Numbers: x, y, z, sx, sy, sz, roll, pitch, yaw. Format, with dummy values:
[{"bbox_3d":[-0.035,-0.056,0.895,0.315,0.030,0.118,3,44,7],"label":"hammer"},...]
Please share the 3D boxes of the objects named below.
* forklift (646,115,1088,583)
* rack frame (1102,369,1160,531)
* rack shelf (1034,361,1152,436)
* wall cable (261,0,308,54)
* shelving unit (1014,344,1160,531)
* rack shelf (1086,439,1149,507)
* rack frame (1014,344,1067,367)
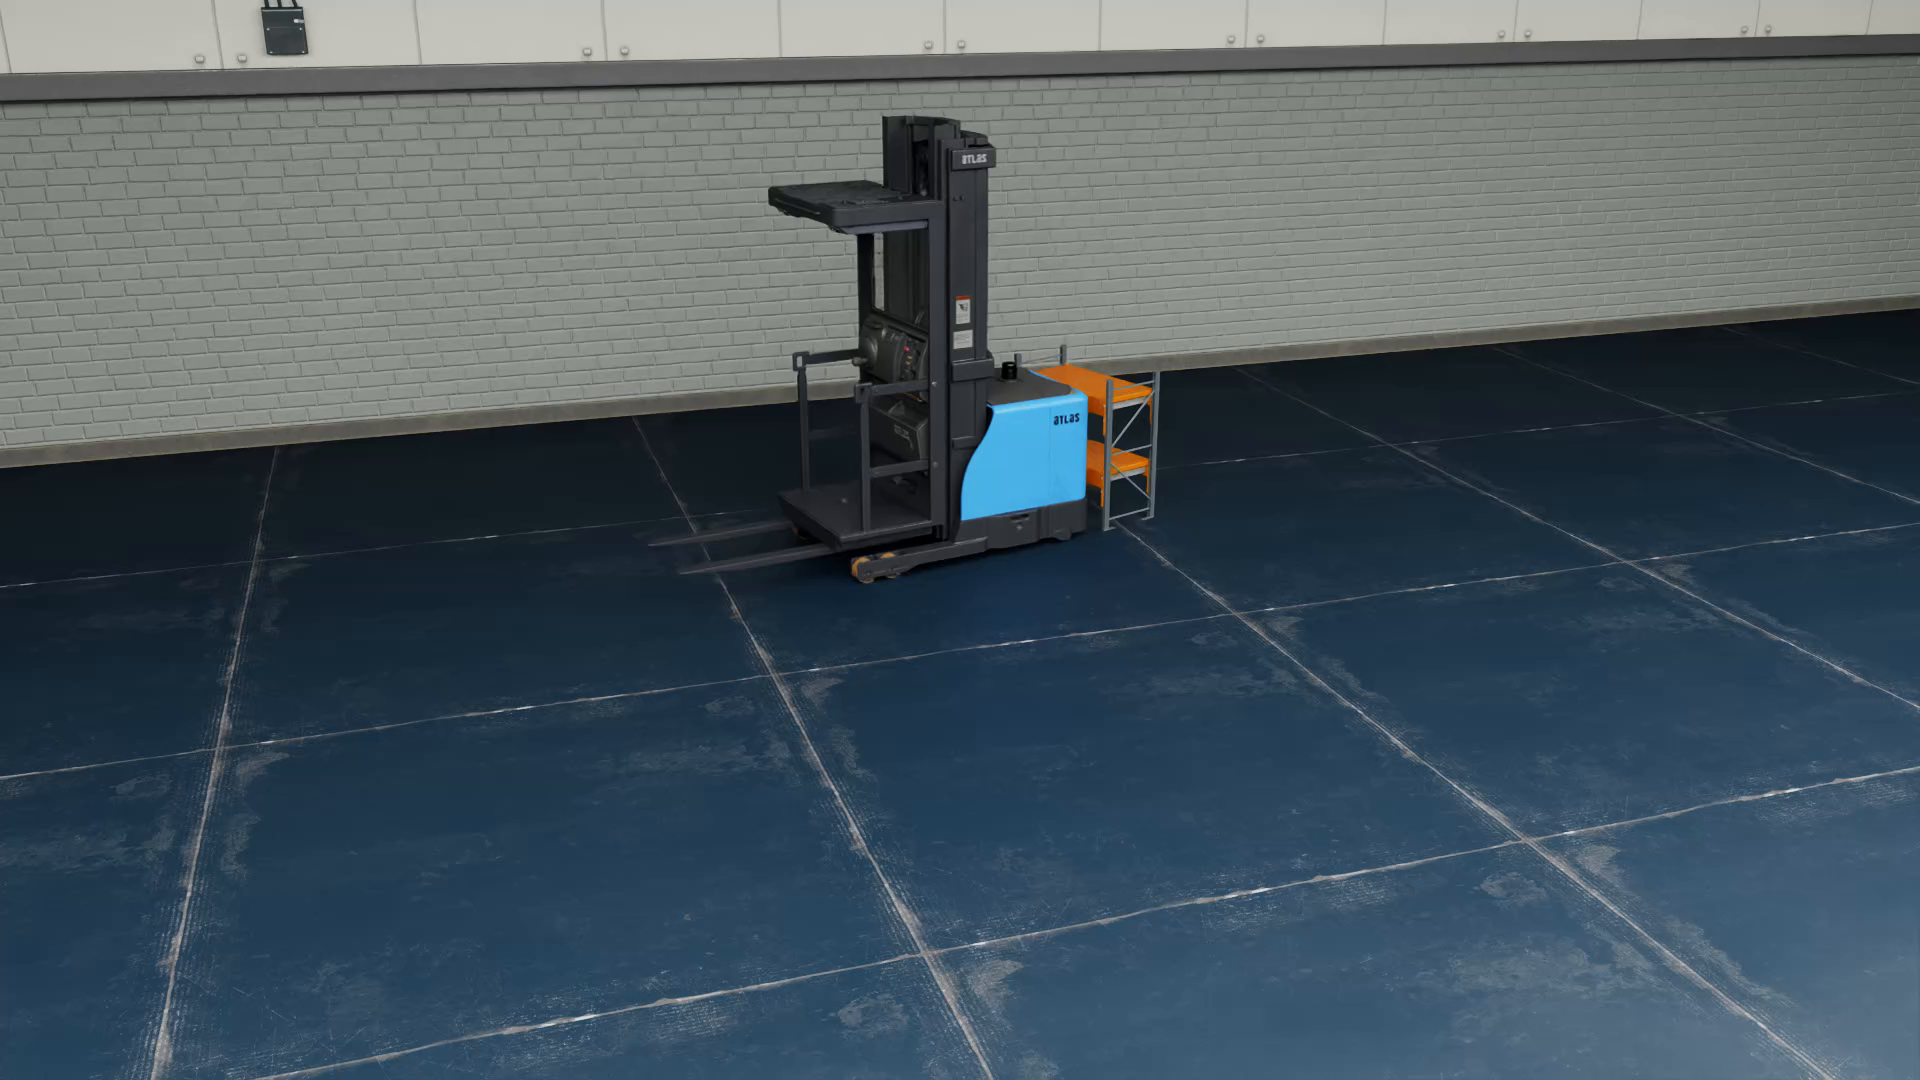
[{"bbox_3d":[-0.630,-1.296,11.188,3.031,2.935,1.130,-10,22,-27],"label":"forklift"},{"bbox_3d":[1.239,-0.649,12.059,0.500,1.125,0.032,-15,24,-35],"label":"rack frame"},{"bbox_3d":[0.927,-1.060,12.337,0.538,0.278,1.000,-15,24,-35],"label":"rack shelf"},{"bbox_3d":[-4.384,-6.789,12.475,2.305,6.003,0.169,-6,21,-17],"label":"wall cable"},{"bbox_3d":[0.927,-0.784,12.436,0.538,1.125,1.048,-15,24,-35],"label":"shelving unit"},{"bbox_3d":[0.927,-0.554,12.519,0.538,0.278,1.000,-15,24,-35],"label":"rack shelf"},{"bbox_3d":[0.615,-0.920,12.814,0.500,1.125,0.032,-15,24,-35],"label":"rack frame"}]
